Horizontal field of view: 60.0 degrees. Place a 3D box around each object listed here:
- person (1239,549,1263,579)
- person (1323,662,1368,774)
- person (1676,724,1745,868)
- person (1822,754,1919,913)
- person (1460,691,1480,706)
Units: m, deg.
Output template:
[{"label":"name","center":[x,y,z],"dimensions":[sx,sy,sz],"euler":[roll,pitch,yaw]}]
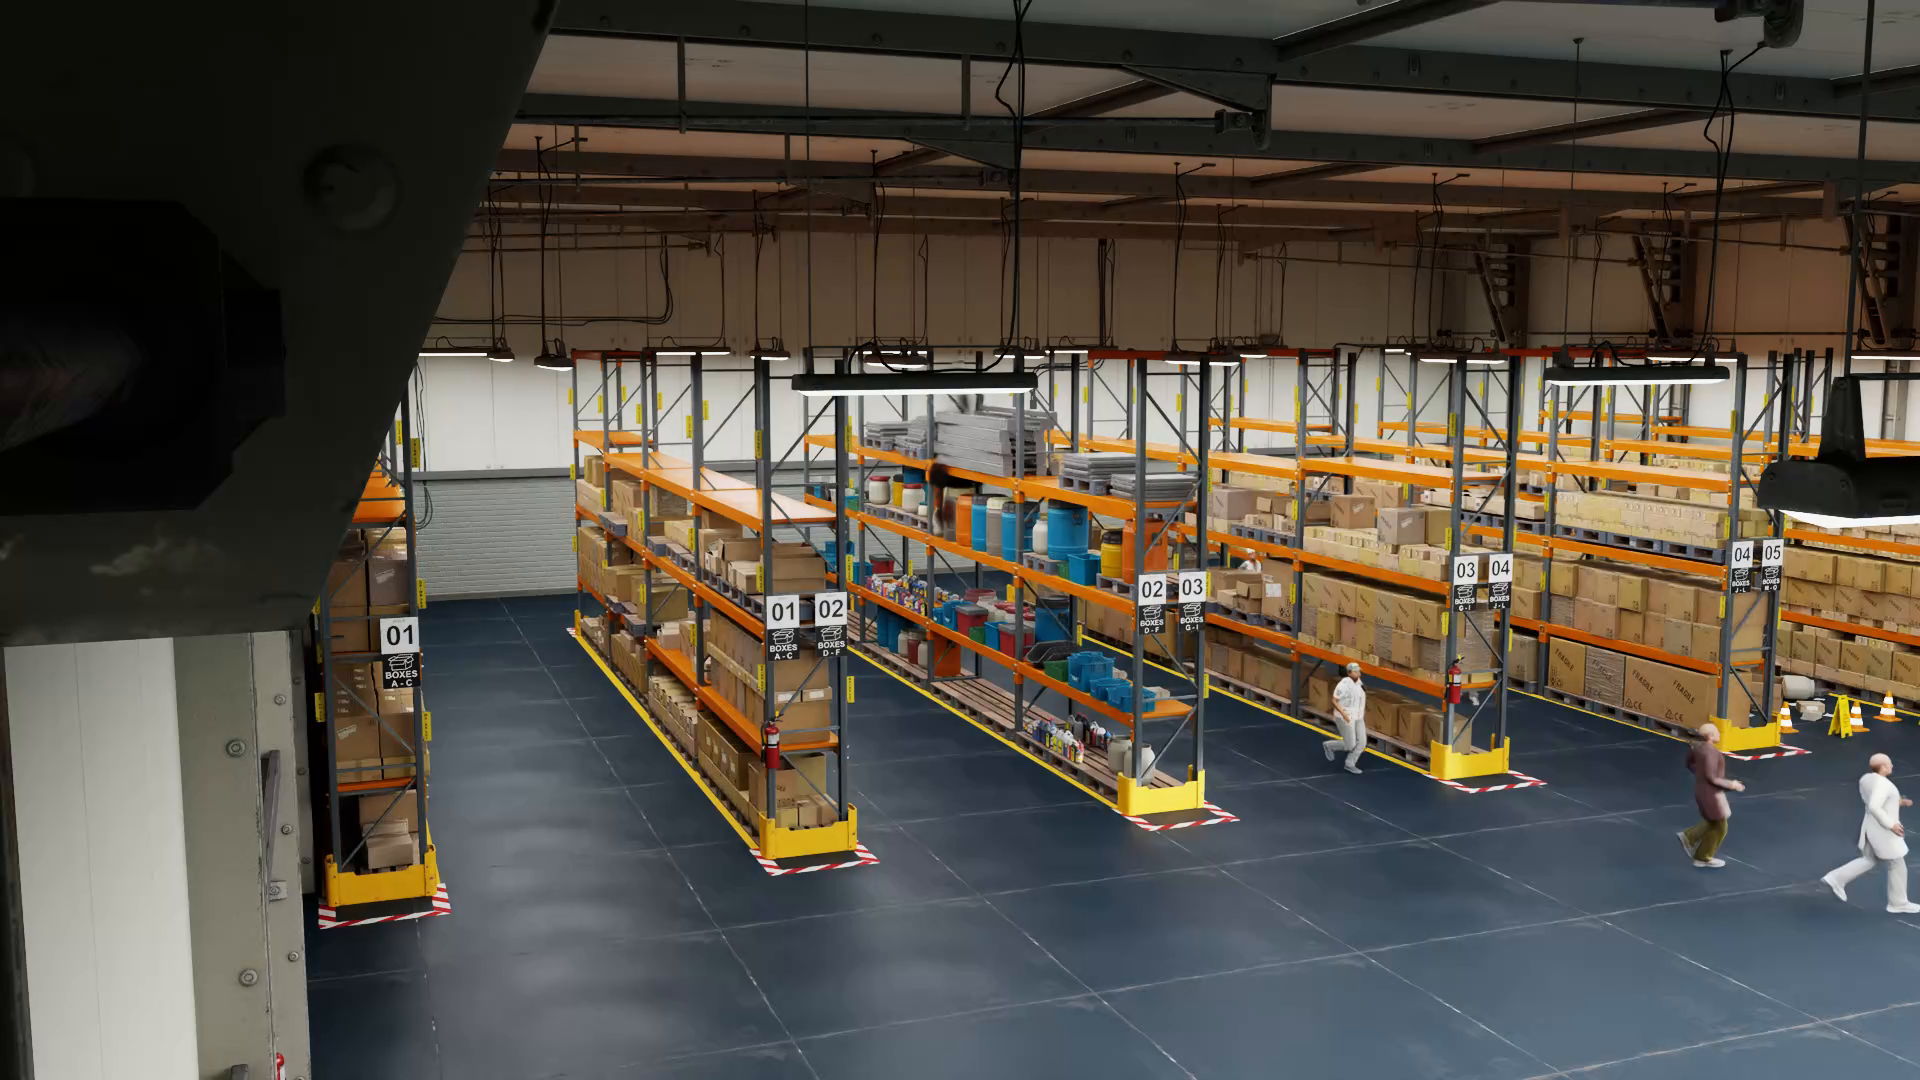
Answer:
[{"label":"person","center":[6.277,1.038,35.672],"dimensions":[0.669,1.748,0.848],"euler":[-3,8,-20]},{"label":"person","center":[5.598,2.550,24.086],"dimensions":[0.599,1.611,0.609],"euler":[-5,9,-37]},{"label":"person","center":[8.899,3.025,19.723],"dimensions":[0.660,1.727,0.705],"euler":[1,7,8]},{"label":"person","center":[10.023,3.194,18.161],"dimensions":[1.020,1.754,0.715],"euler":[1,7,4]},{"label":"person","center":[8.769,1.945,28.644],"dimensions":[0.559,1.703,0.839],"euler":[-3,8,-26]}]
